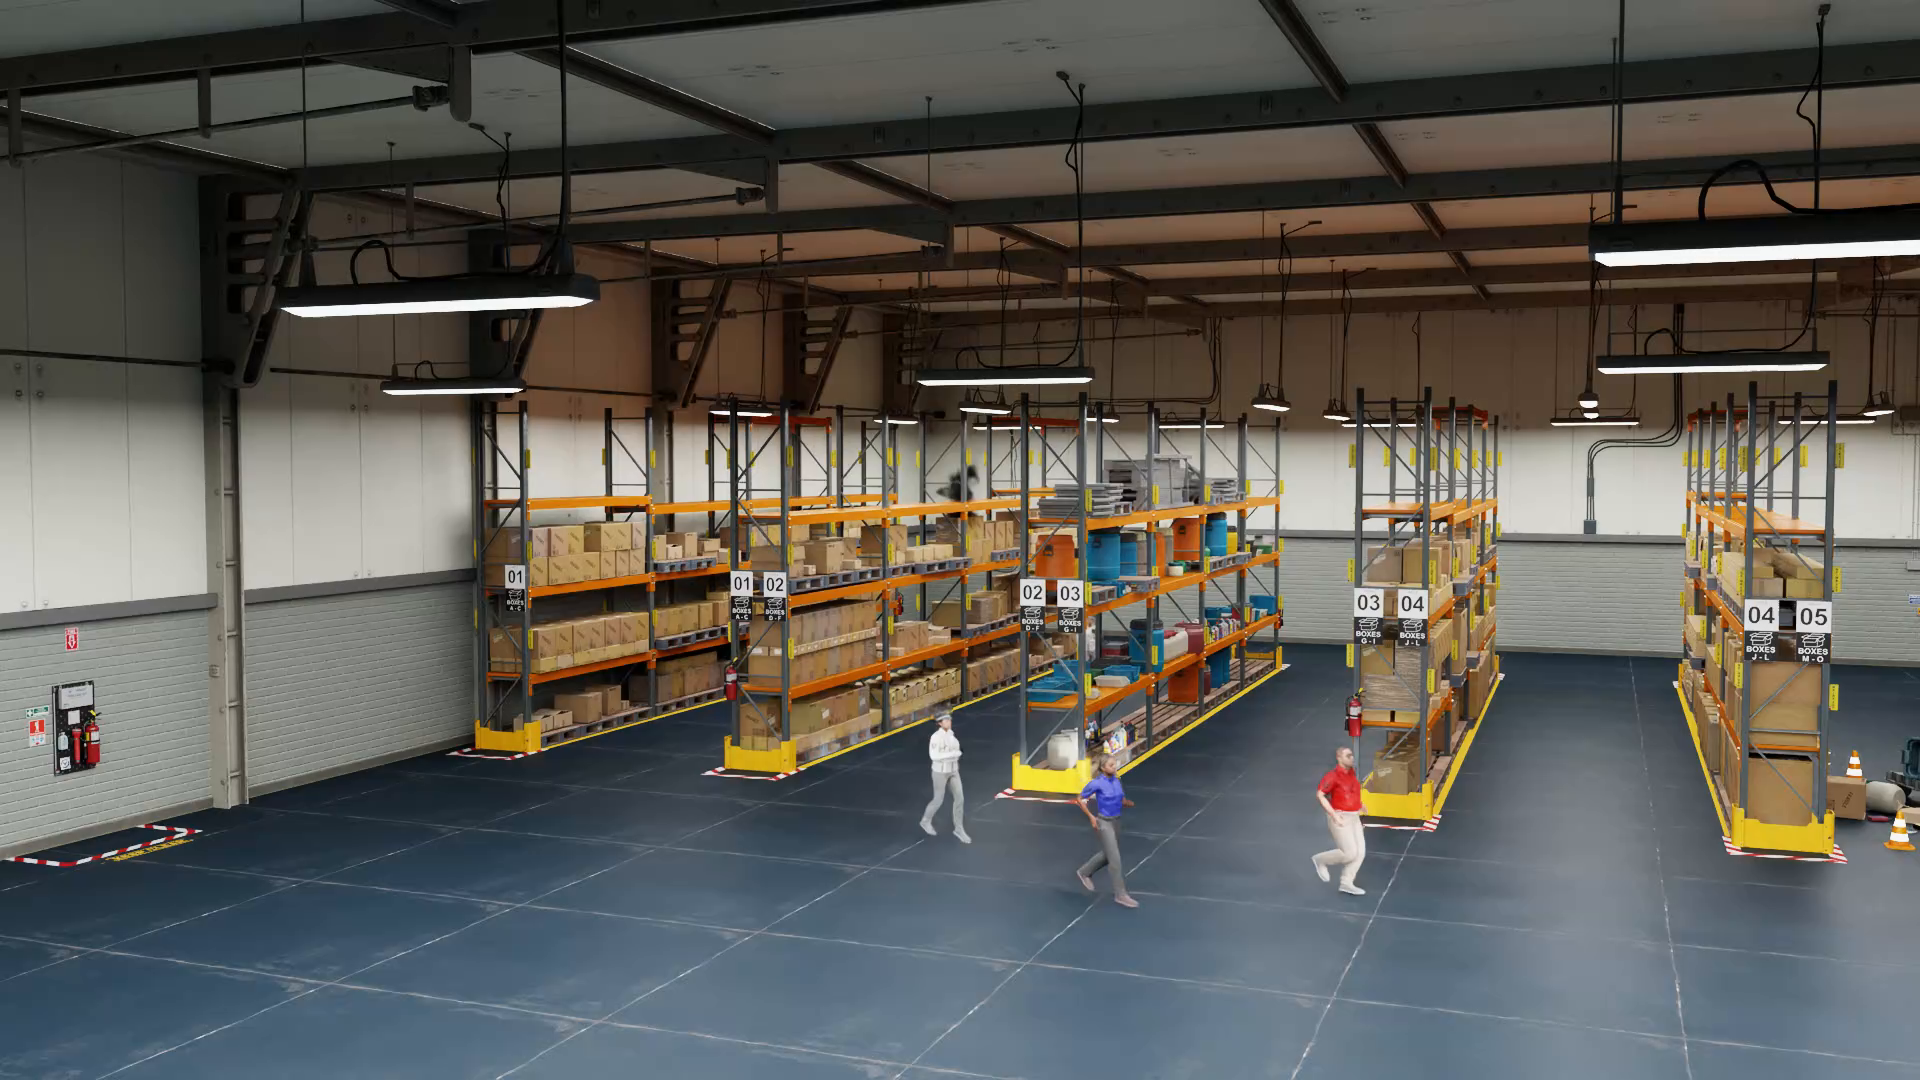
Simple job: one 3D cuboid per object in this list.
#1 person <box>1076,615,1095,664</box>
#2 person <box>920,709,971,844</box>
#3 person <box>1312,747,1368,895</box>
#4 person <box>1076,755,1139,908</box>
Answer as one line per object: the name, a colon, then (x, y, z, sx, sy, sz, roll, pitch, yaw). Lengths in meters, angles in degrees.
person: (2.759, 2.426, 35.617, 0.581, 1.748, 0.761, 0, 3, 6)
person: (-0.197, 3.076, 21.818, 0.784, 1.730, 0.600, 3, 4, 43)
person: (4.407, 3.224, 19.207, 0.619, 1.678, 0.679, 3, 4, 45)
person: (1.654, 3.246, 18.749, 0.941, 1.631, 0.575, 2, 4, 41)
